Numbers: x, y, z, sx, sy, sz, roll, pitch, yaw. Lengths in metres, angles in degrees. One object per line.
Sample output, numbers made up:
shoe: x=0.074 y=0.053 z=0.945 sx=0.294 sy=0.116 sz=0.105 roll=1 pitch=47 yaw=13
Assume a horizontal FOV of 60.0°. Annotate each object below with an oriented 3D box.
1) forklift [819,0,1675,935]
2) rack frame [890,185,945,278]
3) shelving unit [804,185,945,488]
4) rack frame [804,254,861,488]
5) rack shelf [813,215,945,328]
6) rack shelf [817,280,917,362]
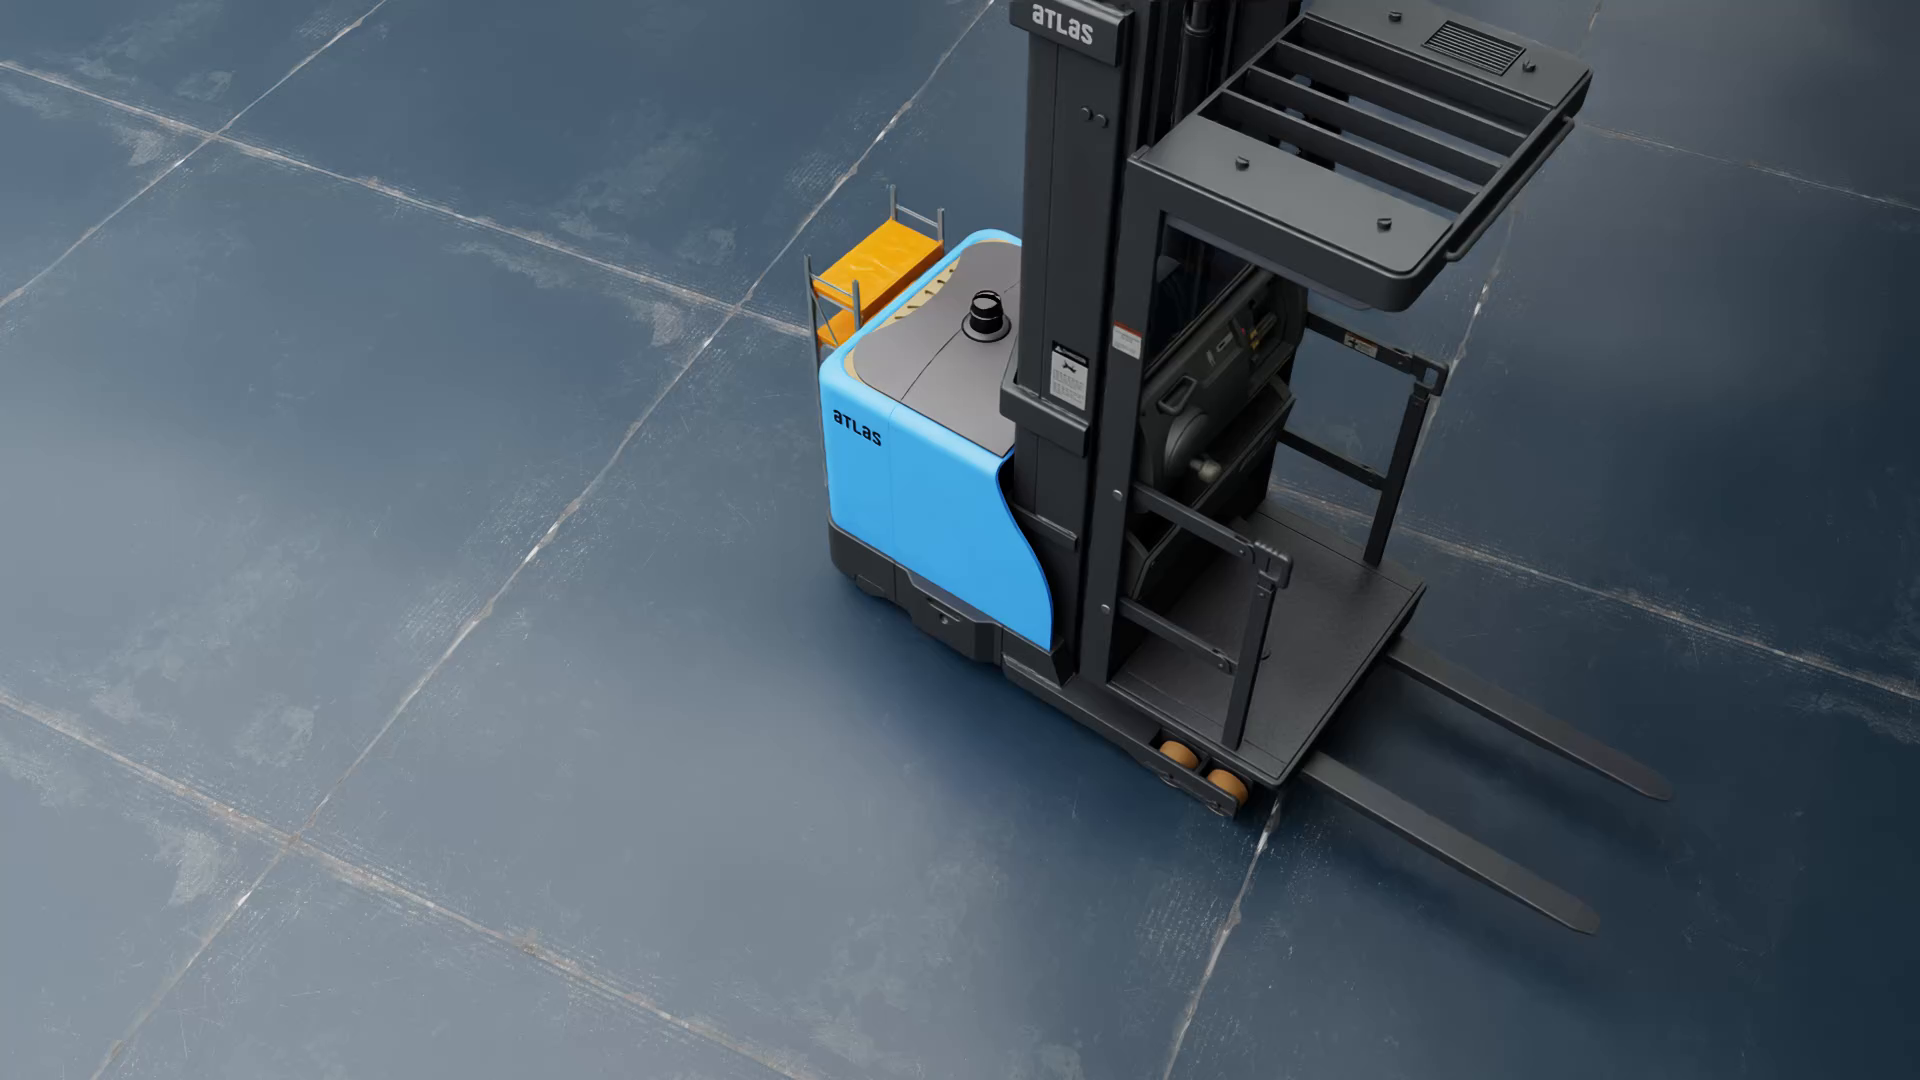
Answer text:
forklift: x=0.983 y=-0.461 z=5.033 sx=3.031 sy=2.935 sz=1.130 roll=30 pitch=56 yaw=23
rack frame: x=-0.155 y=-0.855 z=6.505 sx=0.240 sy=1.200 sz=0.015 roll=30 pitch=56 yaw=23
shelving unit: x=-0.302 y=-0.707 z=6.378 sx=0.258 sy=1.200 sz=0.503 roll=30 pitch=56 yaw=23
rack frame: x=-0.449 y=-0.558 z=6.252 sx=0.240 sy=1.200 sz=0.015 roll=30 pitch=56 yaw=23
rack shelf: x=-0.302 y=-0.962 z=6.079 sx=0.258 sy=0.148 sz=0.480 roll=30 pitch=56 yaw=23
rack shelf: x=-0.302 y=-0.808 z=6.259 sx=0.258 sy=0.148 sz=0.480 roll=30 pitch=56 yaw=23
